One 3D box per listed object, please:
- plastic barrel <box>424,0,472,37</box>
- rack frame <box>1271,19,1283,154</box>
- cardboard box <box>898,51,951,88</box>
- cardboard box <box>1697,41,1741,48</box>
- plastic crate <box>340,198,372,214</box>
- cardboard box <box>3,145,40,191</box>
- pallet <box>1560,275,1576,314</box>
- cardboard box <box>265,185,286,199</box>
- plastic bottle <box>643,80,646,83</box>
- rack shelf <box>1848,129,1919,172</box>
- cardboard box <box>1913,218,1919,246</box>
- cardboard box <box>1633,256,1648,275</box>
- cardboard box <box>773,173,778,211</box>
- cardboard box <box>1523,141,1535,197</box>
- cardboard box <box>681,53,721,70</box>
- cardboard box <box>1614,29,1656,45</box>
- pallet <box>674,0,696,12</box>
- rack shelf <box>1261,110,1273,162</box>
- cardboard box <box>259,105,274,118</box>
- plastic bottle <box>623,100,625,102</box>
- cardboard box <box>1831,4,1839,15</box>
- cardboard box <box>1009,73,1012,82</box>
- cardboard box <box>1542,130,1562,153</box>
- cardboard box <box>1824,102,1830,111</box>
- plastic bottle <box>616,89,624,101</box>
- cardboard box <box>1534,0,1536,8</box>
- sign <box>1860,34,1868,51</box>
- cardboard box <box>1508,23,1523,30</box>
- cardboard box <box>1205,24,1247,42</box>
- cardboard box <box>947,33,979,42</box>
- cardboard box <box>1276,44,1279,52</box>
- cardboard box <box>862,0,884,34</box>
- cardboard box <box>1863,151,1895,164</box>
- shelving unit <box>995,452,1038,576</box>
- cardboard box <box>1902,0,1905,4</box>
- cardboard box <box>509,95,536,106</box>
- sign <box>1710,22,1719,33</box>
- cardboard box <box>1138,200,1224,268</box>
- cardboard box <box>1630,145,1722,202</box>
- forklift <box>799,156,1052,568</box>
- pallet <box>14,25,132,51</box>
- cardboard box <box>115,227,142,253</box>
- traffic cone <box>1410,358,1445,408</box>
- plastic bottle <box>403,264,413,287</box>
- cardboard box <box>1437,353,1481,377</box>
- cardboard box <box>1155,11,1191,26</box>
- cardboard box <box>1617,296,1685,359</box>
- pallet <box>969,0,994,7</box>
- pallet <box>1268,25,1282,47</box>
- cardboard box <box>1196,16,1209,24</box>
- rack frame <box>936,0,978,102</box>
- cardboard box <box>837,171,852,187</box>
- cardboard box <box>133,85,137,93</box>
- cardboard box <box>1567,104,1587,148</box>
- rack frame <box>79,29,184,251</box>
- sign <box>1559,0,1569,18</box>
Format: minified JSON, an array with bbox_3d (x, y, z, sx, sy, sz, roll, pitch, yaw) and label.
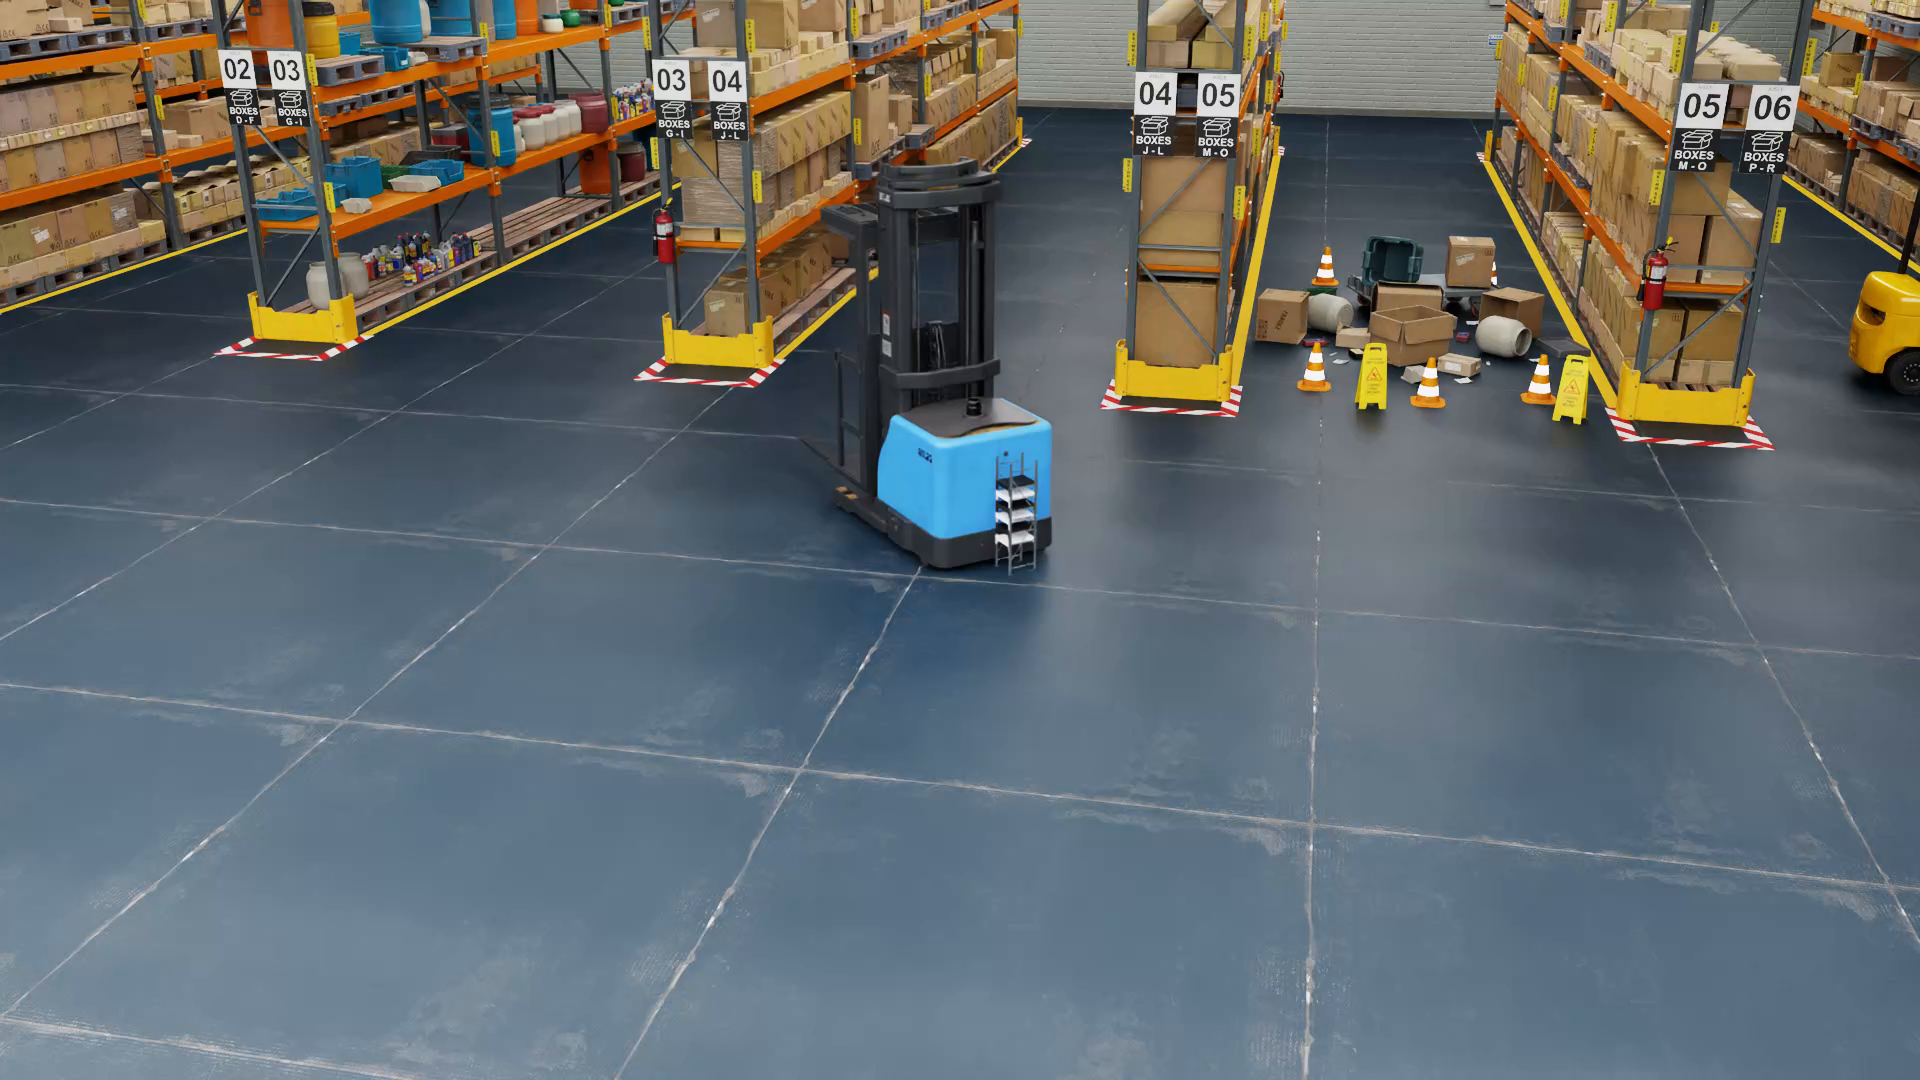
[{"bbox_3d":[-6.788,-6.986,21.997,0.600,0.901,0.708,4,22,11],"label":"plastic barrel"},{"bbox_3d":[5.453,-8.755,31.077,1.000,3.000,0.127,4,22,11],"label":"rack frame"},{"bbox_3d":[-0.583,-7.506,26.500,0.797,0.503,0.637,5,23,13],"label":"cardboard box"},{"bbox_3d":[7.821,-5.059,17.153,0.380,0.149,0.250,5,22,12],"label":"cardboard box"},{"bbox_3d":[-6.998,-3.877,19.317,0.298,0.136,0.250,4,22,11],"label":"plastic crate"},{"bbox_3d":[-12.026,-4.665,20.788,0.700,0.500,0.500,5,22,11],"label":"cardboard box"},{"bbox_3d":[8.029,-3.018,20.564,1.003,0.211,1.213,4,22,11],"label":"pallet"},{"bbox_3d":[-10.787,-5.337,25.708,0.500,0.250,0.500,5,22,12],"label":"cardboard box"},{"bbox_3d":[-5.539,-7.929,29.183,0.061,0.283,0.133,4,22,11],"label":"plastic bottle"},{"bbox_3d":[13.956,-5.510,23.982,1.077,0.370,4.000,4,22,11],"label":"rack shelf"},{"bbox_3d":[13.423,-4.318,22.845,0.500,0.500,0.500,5,22,12],"label":"cardboard box"},{"bbox_3d":[6.865,-2.701,16.381,0.380,0.149,0.250,4,22,10],"label":"cardboard box"},{"bbox_3d":[-2.523,-3.894,18.475,0.875,0.500,0.500,4,22,11],"label":"cardboard box"},{"bbox_3d":[9.455,-5.928,26.340,0.875,0.875,0.875,5,23,13],"label":"cardboard box"},{"bbox_3d":[-2.727,-5.037,17.497,0.380,0.149,0.250,4,22,9],"label":"cardboard box"},{"bbox_3d":[7.487,-5.581,18.449,0.380,0.149,0.250,4,22,10],"label":"cardboard box"},{"bbox_3d":[-5.111,-9.095,28.158,1.213,0.211,1.003,4,22,11],"label":"pallet"},{"bbox_3d":[4.229,-6.227,25.763,1.077,0.370,4.000,4,22,11],"label":"rack shelf"},{"bbox_3d":[-11.083,-6.647,25.963,0.500,0.311,0.500,4,22,10],"label":"cardboard box"},{"bbox_3d":[-5.373,-6.910,26.668,0.097,0.271,0.097,0,22,0],"label":"plastic bottle"},{"bbox_3d":[14.479,-8.661,27.163,0.380,0.149,0.250,5,22,11],"label":"cardboard box"},{"bbox_3d":[0.764,-8.711,31.304,0.380,0.149,0.250,5,22,11],"label":"cardboard box"},{"bbox_3d":[8.536,-5.624,23.504,0.500,0.250,0.500,4,22,9],"label":"cardboard box"},{"bbox_3d":[14.514,-7.157,27.446,0.380,0.149,0.250,4,22,11],"label":"cardboard box"},{"bbox_3d":[-5.750,-7.464,28.037,0.152,0.276,0.135,4,22,11],"label":"plastic bottle"},{"bbox_3d":[9.059,-8.319,25.598,0.396,0.266,0.258,4,22,10],"label":"cardboard box"},{"bbox_3d":[15.719,-8.672,28.898,0.100,0.325,0.005,4,22,11],"label":"sign"},{"bbox_3d":[9.976,-9.117,29.636,0.380,0.149,0.250,5,22,12],"label":"cardboard box"},{"bbox_3d":[2.568,-4.887,16.031,0.380,0.149,0.250,5,22,12],"label":"cardboard box"},{"bbox_3d":[0.054,-9.059,30.630,0.500,0.500,0.500,4,22,9],"label":"cardboard box"},{"bbox_3d":[5.192,-8.460,28.473,0.500,0.500,0.500,5,22,12],"label":"cardboard box"},{"bbox_3d":[-1.446,-6.925,21.817,0.797,0.503,0.637,5,23,13],"label":"cardboard box"},{"bbox_3d":[14.024,-5.840,25.355,0.380,0.149,0.250,3,22,8],"label":"cardboard box"},{"bbox_3d":[0.426,-0.194,12.632,0.258,0.900,0.210,-12,25,-27],"label":"shelving unit"},{"bbox_3d":[13.774,-7.767,23.849,0.380,0.149,0.250,5,22,12],"label":"cardboard box"},{"bbox_3d":[-8.949,-8.754,33.831,0.500,0.500,0.500,4,22,11],"label":"cardboard box"},{"bbox_3d":[8.404,-5.619,18.583,0.100,0.325,0.005,4,22,11],"label":"sign"},{"bbox_3d":[2.220,-3.112,16.866,0.875,0.550,0.550,4,22,11],"label":"cardboard box"},{"bbox_3d":[7.056,-3.599,16.405,0.700,0.500,0.500,5,22,11],"label":"cardboard box"},{"bbox_3d":[-0.434,-1.653,13.535,1.130,2.935,3.031,-12,25,-27],"label":"forklift"},{"bbox_3d":[-11.676,-6.575,21.766,1.003,0.211,1.213,4,22,11],"label":"pallet"},{"bbox_3d":[-11.520,-4.089,22.610,0.500,0.250,0.500,4,22,11],"label":"cardboard box"},{"bbox_3d":[4.724,-1.602,16.713,0.336,0.463,0.334,4,22,11],"label":"traffic cone"},{"bbox_3d":[-6.820,-3.274,20.531,0.097,0.271,0.097,0,22,0],"label":"plastic bottle"},{"bbox_3d":[5.345,-1.874,17.808,0.380,0.149,0.250,18,28,38],"label":"cardboard box"},{"bbox_3d":[2.236,-5.496,17.544,0.380,0.149,0.250,5,22,11],"label":"cardboard box"},{"bbox_3d":[6.963,-2.143,16.775,0.500,0.500,0.500,5,22,11],"label":"cardboard box"},{"bbox_3d":[-0.021,-9.356,28.673,1.003,0.211,1.213,4,22,11],"label":"pallet"},{"bbox_3d":[3.741,-6.894,22.693,1.213,0.211,1.003,6,23,13],"label":"pallet"},{"bbox_3d":[2.529,-5.725,18.646,0.500,0.250,0.500,4,22,10],"label":"cardboard box"},{"bbox_3d":[-0.198,-7.707,28.476,1.000,3.000,0.127,4,22,11],"label":"rack frame"},{"bbox_3d":[-1.586,-4.564,21.007,0.380,0.149,0.250,4,22,11],"label":"cardboard box"},{"bbox_3d":[-14.905,-8.030,29.587,0.380,0.149,0.250,5,23,13],"label":"cardboard box"},{"bbox_3d":[8.168,-5.335,21.492,0.500,0.500,0.500,5,22,12],"label":"cardboard box"},{"bbox_3d":[-11.527,-5.538,23.090,1.000,3.000,0.127,4,22,11],"label":"rack frame"},{"bbox_3d":[8.146,-7.202,22.408,0.100,0.325,0.005,4,22,11],"label":"sign"}]
